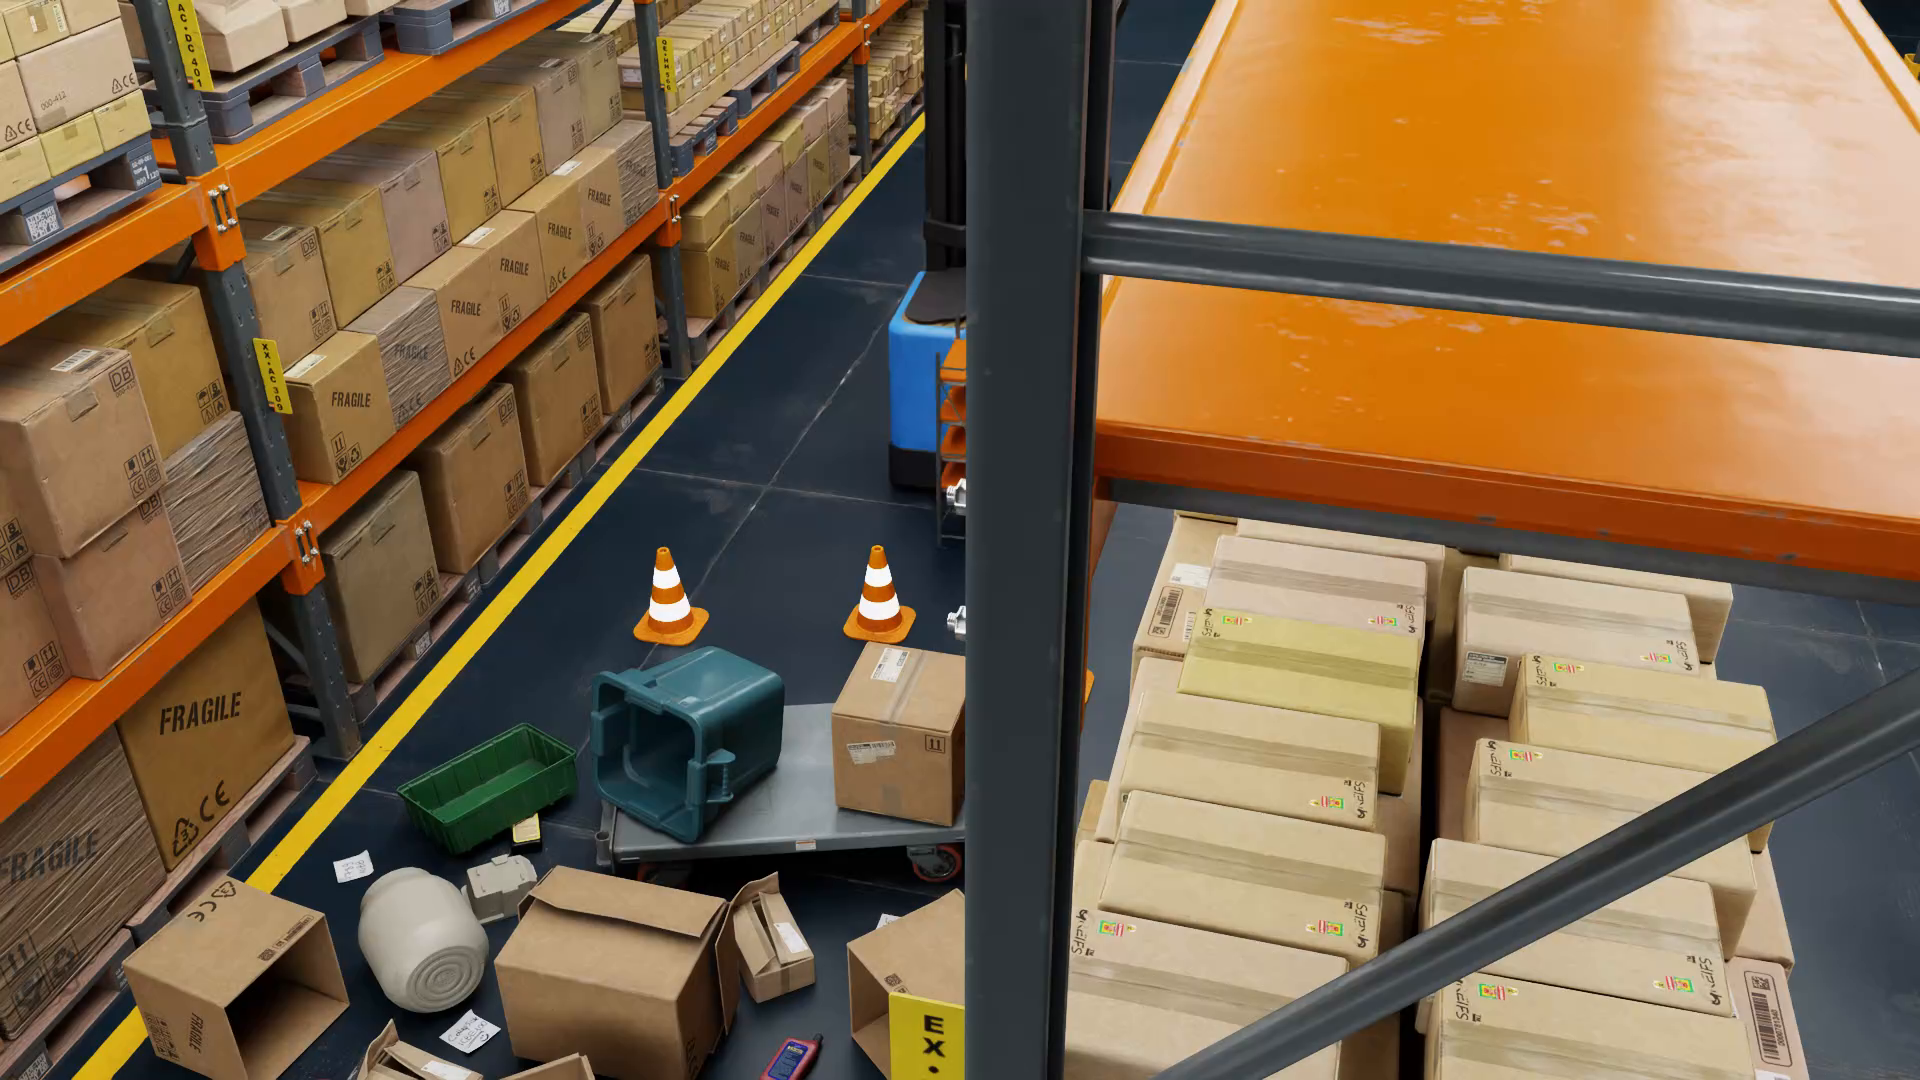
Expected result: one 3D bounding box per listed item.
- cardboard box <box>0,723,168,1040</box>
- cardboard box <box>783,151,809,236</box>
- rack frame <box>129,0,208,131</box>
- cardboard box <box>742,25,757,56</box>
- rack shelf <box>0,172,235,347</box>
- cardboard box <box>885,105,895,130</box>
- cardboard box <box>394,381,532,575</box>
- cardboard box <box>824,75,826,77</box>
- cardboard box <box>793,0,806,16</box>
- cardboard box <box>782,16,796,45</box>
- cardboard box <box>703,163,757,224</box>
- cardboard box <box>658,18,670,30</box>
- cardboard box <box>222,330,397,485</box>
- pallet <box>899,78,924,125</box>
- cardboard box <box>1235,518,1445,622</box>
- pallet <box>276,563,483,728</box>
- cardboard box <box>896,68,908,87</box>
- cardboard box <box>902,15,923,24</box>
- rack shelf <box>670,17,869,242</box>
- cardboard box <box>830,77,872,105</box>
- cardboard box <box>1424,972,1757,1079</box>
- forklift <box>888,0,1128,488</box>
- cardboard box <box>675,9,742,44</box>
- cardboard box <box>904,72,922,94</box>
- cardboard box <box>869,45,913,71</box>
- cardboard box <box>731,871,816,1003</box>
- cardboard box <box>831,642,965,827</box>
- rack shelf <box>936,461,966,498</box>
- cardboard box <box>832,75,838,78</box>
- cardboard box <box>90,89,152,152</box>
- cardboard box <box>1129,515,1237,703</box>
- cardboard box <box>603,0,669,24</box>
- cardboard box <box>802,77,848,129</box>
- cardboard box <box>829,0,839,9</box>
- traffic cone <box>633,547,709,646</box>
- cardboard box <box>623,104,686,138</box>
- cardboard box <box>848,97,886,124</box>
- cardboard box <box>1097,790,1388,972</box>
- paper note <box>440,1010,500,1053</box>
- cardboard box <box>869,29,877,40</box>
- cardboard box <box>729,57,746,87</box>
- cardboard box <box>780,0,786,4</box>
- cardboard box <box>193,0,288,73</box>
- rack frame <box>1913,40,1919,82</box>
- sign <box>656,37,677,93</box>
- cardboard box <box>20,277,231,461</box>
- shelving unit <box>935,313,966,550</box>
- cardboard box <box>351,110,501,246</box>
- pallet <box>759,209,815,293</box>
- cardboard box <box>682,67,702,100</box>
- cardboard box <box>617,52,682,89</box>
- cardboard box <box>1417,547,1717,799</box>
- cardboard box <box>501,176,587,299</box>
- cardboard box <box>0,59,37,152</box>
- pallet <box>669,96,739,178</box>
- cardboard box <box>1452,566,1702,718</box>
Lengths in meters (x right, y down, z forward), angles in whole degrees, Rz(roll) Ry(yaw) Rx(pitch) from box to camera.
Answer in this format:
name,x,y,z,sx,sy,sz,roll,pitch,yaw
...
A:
name,x,y,z,sx,sy,sz,roll,pitch,yaw
cardboard box,-3.748,1.172,6.269,0.875,0.875,0.875,8,33,13
cardboard box,-1.475,-2.656,12.640,0.500,0.500,0.500,7,33,11
rack frame,-3.296,-2.864,5.437,1.000,3.000,0.127,8,33,12
cardboard box,-1.638,-3.497,11.590,0.380,0.149,0.250,8,33,12
rack shelf,-3.803,-0.257,4.802,1.077,0.370,4.000,8,33,12
cardboard box,-0.795,-3.741,14.674,0.380,0.149,0.250,9,34,14
cardboard box,-2.977,-0.395,8.850,1.050,0.750,0.750,8,33,12
cardboard box,-1.401,-4.067,14.633,0.380,0.149,0.250,8,33,13
cardboard box,-1.372,-4.039,12.443,0.380,0.149,0.250,7,33,11
cardboard box,-1.434,-3.783,12.317,0.380,0.149,0.250,7,33,10
cardboard box,-1.743,-2.435,11.593,0.500,0.250,0.500,8,33,12
cardboard box,-2.271,-3.593,11.741,0.380,0.149,0.250,9,34,14
cardboard box,-2.902,-0.611,7.391,0.500,0.500,0.500,8,33,13
pallet,-0.822,-4.295,15.880,1.003,0.211,1.213,8,33,12
cardboard box,0.728,0.007,3.208,0.380,0.149,0.250,7,33,11
pallet,-3.173,0.434,8.441,1.003,0.211,1.213,8,33,12
cardboard box,-0.696,-4.282,15.248,0.380,0.149,0.250,10,34,15
cardboard box,-0.343,-4.928,15.988,0.380,0.149,0.250,9,34,14
rack shelf,-1.773,-3.142,12.137,1.077,0.370,4.000,8,33,12
cardboard box,-0.978,-3.859,14.306,0.380,0.149,0.250,9,34,14
cardboard box,0.790,0.712,2.099,0.380,0.149,0.250,8,33,12
forklift,0.382,-2.247,10.122,1.130,2.935,3.031,6,33,10
cardboard box,-1.709,-3.488,11.299,0.380,0.149,0.250,10,34,15
cardboard box,-0.572,-4.282,15.525,0.380,0.149,0.250,7,33,11
cardboard box,-0.646,-4.392,15.143,0.380,0.149,0.250,9,33,13
cardboard box,-0.765,1.574,6.597,0.258,0.266,0.396,-14,35,-21
cardboard box,-0.212,0.798,6.893,0.500,0.500,0.500,8,33,12
rack shelf,0.043,-0.354,9.253,0.258,0.148,0.480,7,33,10
cardboard box,-1.227,-4.190,15.104,0.380,0.149,0.250,8,33,13
cardboard box,-3.079,-1.479,5.804,0.380,0.149,0.250,8,33,12
cardboard box,0.628,0.204,3.270,0.500,0.250,0.500,9,34,14
cardboard box,-2.269,-3.718,11.660,0.380,0.149,0.250,10,34,15
cardboard box,-1.210,-3.502,13.271,0.500,0.250,0.500,7,33,11
cardboard box,-1.175,-4.322,13.165,0.380,0.149,0.250,7,33,11
traffic cone,-1.495,0.248,8.498,0.336,0.463,0.334,8,33,12
cardboard box,-1.972,-2.684,10.588,0.380,0.149,0.250,8,33,12
cardboard box,-0.864,-3.728,14.376,0.380,0.149,0.250,10,34,15
cardboard box,0.406,0.524,2.394,0.380,0.149,0.250,9,33,13
paper note,-1.870,1.878,6.345,0.172,0.023,0.155,20,38,29
cardboard box,-0.998,-4.730,15.675,0.380,0.149,0.250,8,33,12
cardboard box,-1.703,-3.242,11.466,0.380,0.149,0.250,9,34,14
cardboard box,-1.446,-4.034,12.158,0.380,0.149,0.250,7,33,11
cardboard box,-2.901,-2.040,6.578,0.258,0.266,0.396,7,33,12
rack frame,9.365,-5.264,14.804,1.000,3.000,0.127,8,33,12
sign,-1.743,-2.823,9.885,0.100,0.325,0.005,8,33,12
cardboard box,-3.423,-0.664,6.423,0.875,0.550,0.550,8,33,12
shelving unit,0.043,-0.578,9.111,0.258,1.200,0.503,7,33,10
cardboard box,-2.789,-1.846,8.403,0.700,0.500,0.500,8,33,12
pallet,-1.769,-2.268,12.690,1.003,0.211,1.213,8,33,12
cardboard box,-1.897,-2.969,10.760,0.380,0.149,0.250,10,34,15
cardboard box,-1.975,-2.946,10.446,0.380,0.149,0.250,8,33,12
cardboard box,1.132,0.281,3.149,0.500,0.250,0.500,9,34,14
cardboard box,-2.390,-1.662,9.045,0.500,0.500,0.500,7,33,12
cardboard box,-3.301,-1.327,5.193,0.500,0.250,0.500,8,33,12
pallet,-2.203,-2.711,10.968,1.213,0.211,1.003,8,33,12
cardboard box,1.068,0.196,2.910,0.380,0.149,0.250,8,33,12
